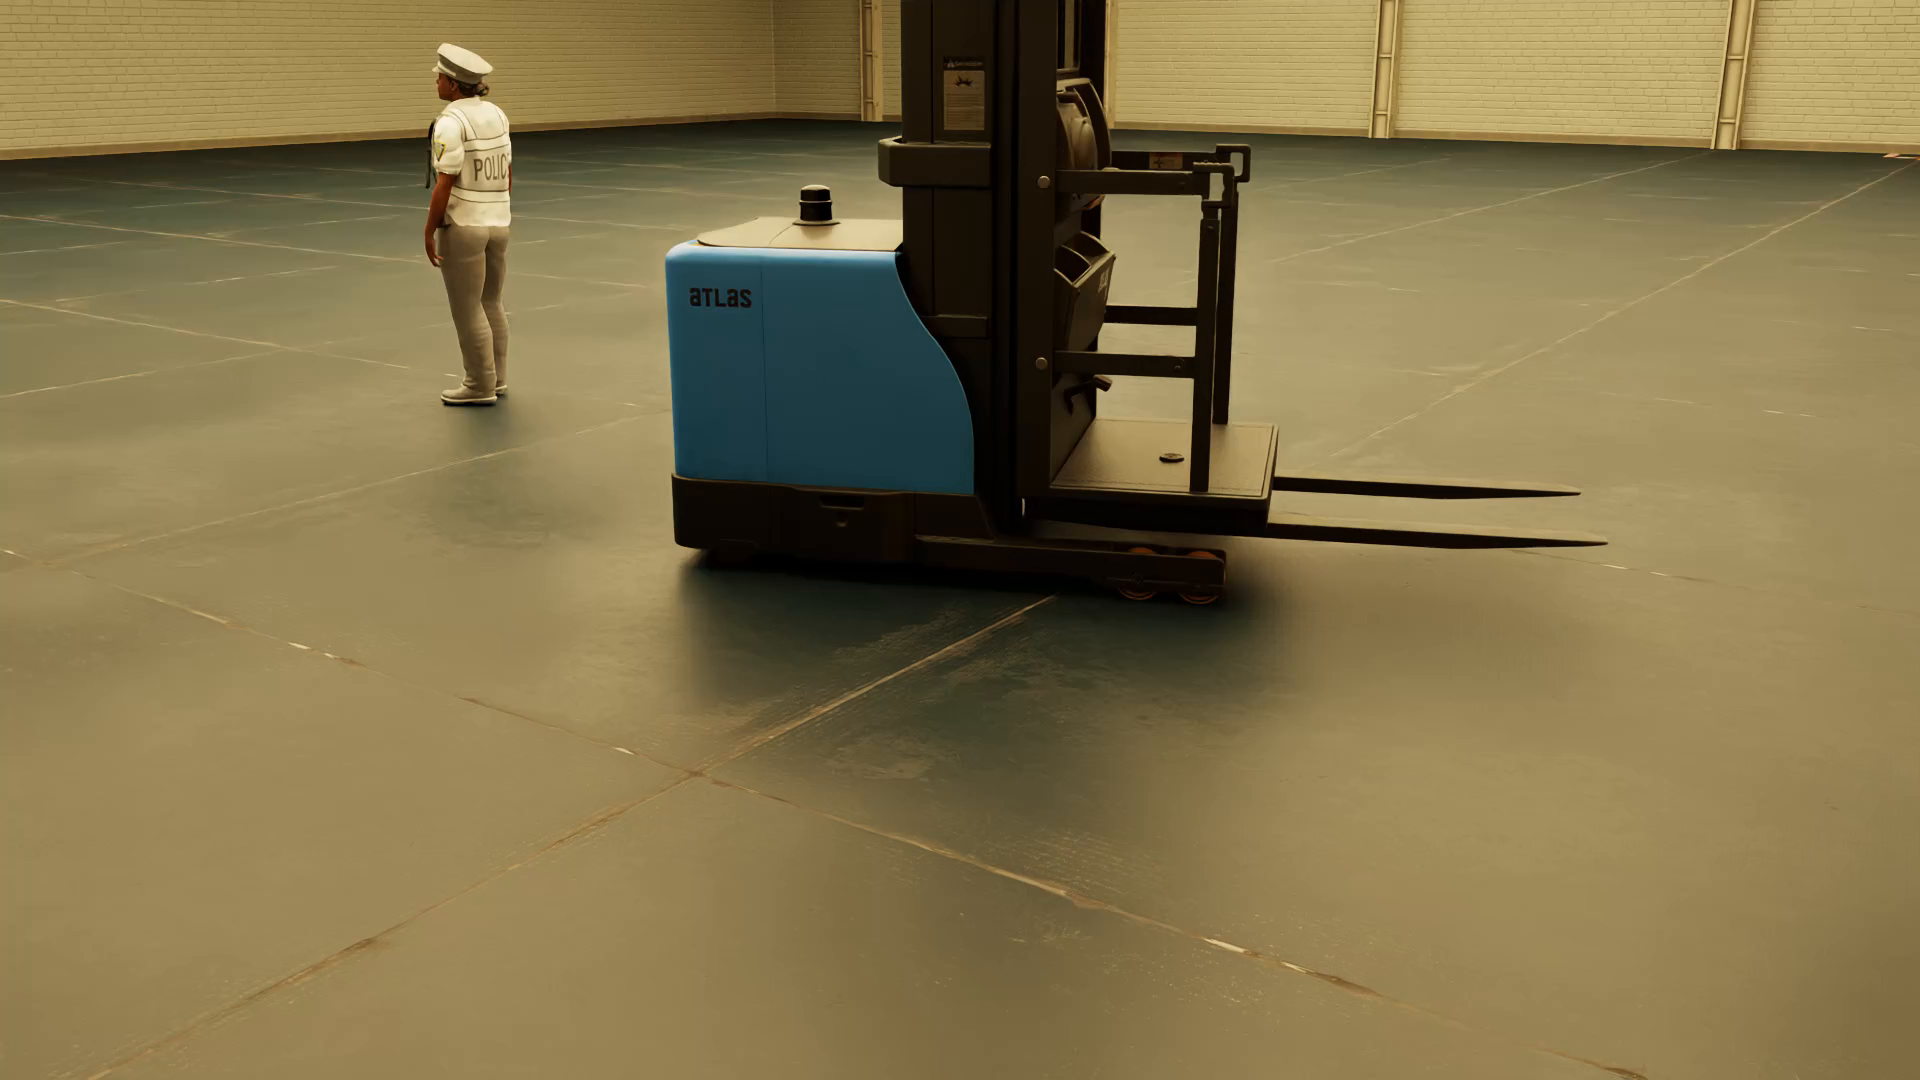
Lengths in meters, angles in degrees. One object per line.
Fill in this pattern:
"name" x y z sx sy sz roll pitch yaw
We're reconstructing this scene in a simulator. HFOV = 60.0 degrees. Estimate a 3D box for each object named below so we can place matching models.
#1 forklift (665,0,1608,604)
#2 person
"forklift" 0.595 -1.367 5.404 3.031 2.935 1.130 4 17 12
"person" -2.393 -1.500 7.981 0.528 1.698 0.570 7 18 22
